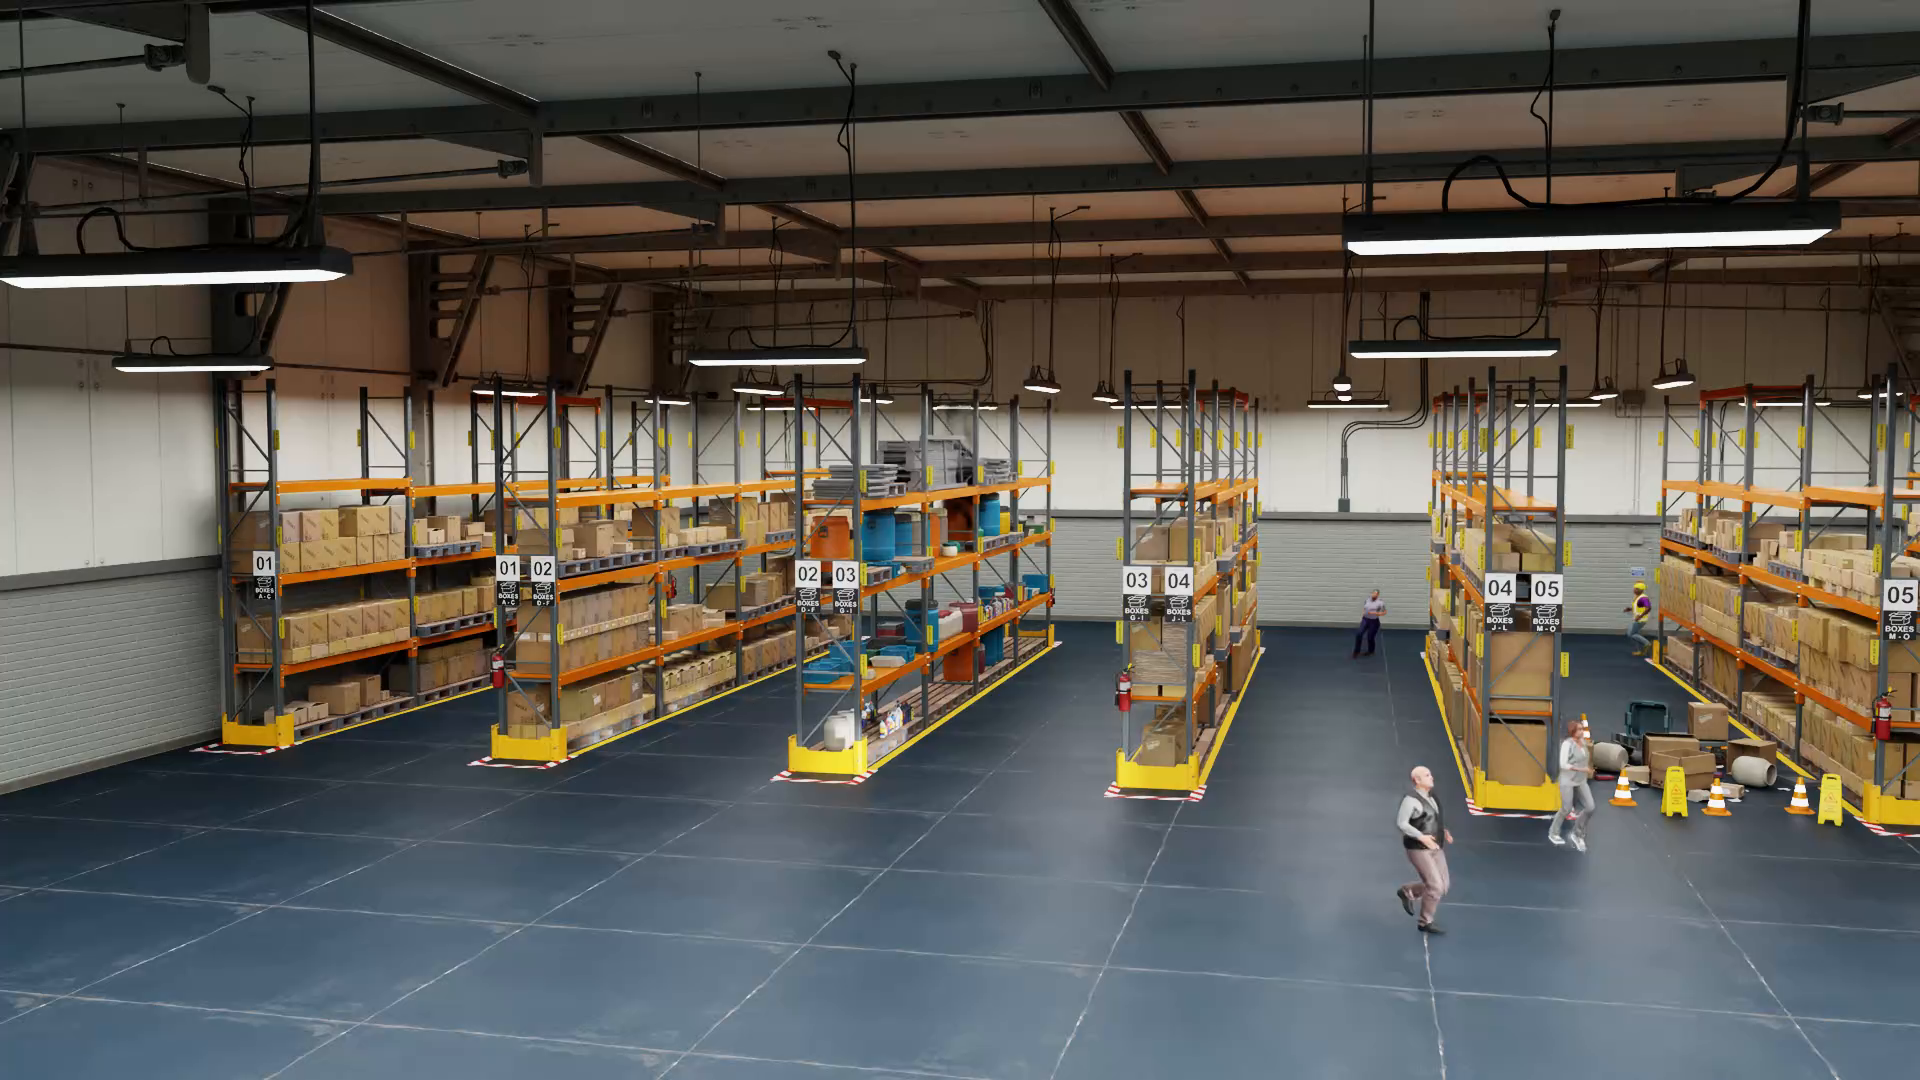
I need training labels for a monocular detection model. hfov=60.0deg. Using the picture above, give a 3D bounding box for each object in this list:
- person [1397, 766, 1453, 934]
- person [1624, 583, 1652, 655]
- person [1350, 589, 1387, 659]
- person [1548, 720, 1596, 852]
[{"bbox_3d":[4.703,3.144,16.989,0.614,1.673,0.659,3,5,45],"label":"person"},{"bbox_3d":[15.731,1.834,38.569,0.612,1.704,0.740,1,4,16],"label":"person"},{"bbox_3d":[9.480,1.904,38.237,0.732,1.572,0.695,3,4,37],"label":"person"},{"bbox_3d":[7.490,2.991,20.264,0.551,1.625,0.685,-2,4,-26],"label":"person"}]
